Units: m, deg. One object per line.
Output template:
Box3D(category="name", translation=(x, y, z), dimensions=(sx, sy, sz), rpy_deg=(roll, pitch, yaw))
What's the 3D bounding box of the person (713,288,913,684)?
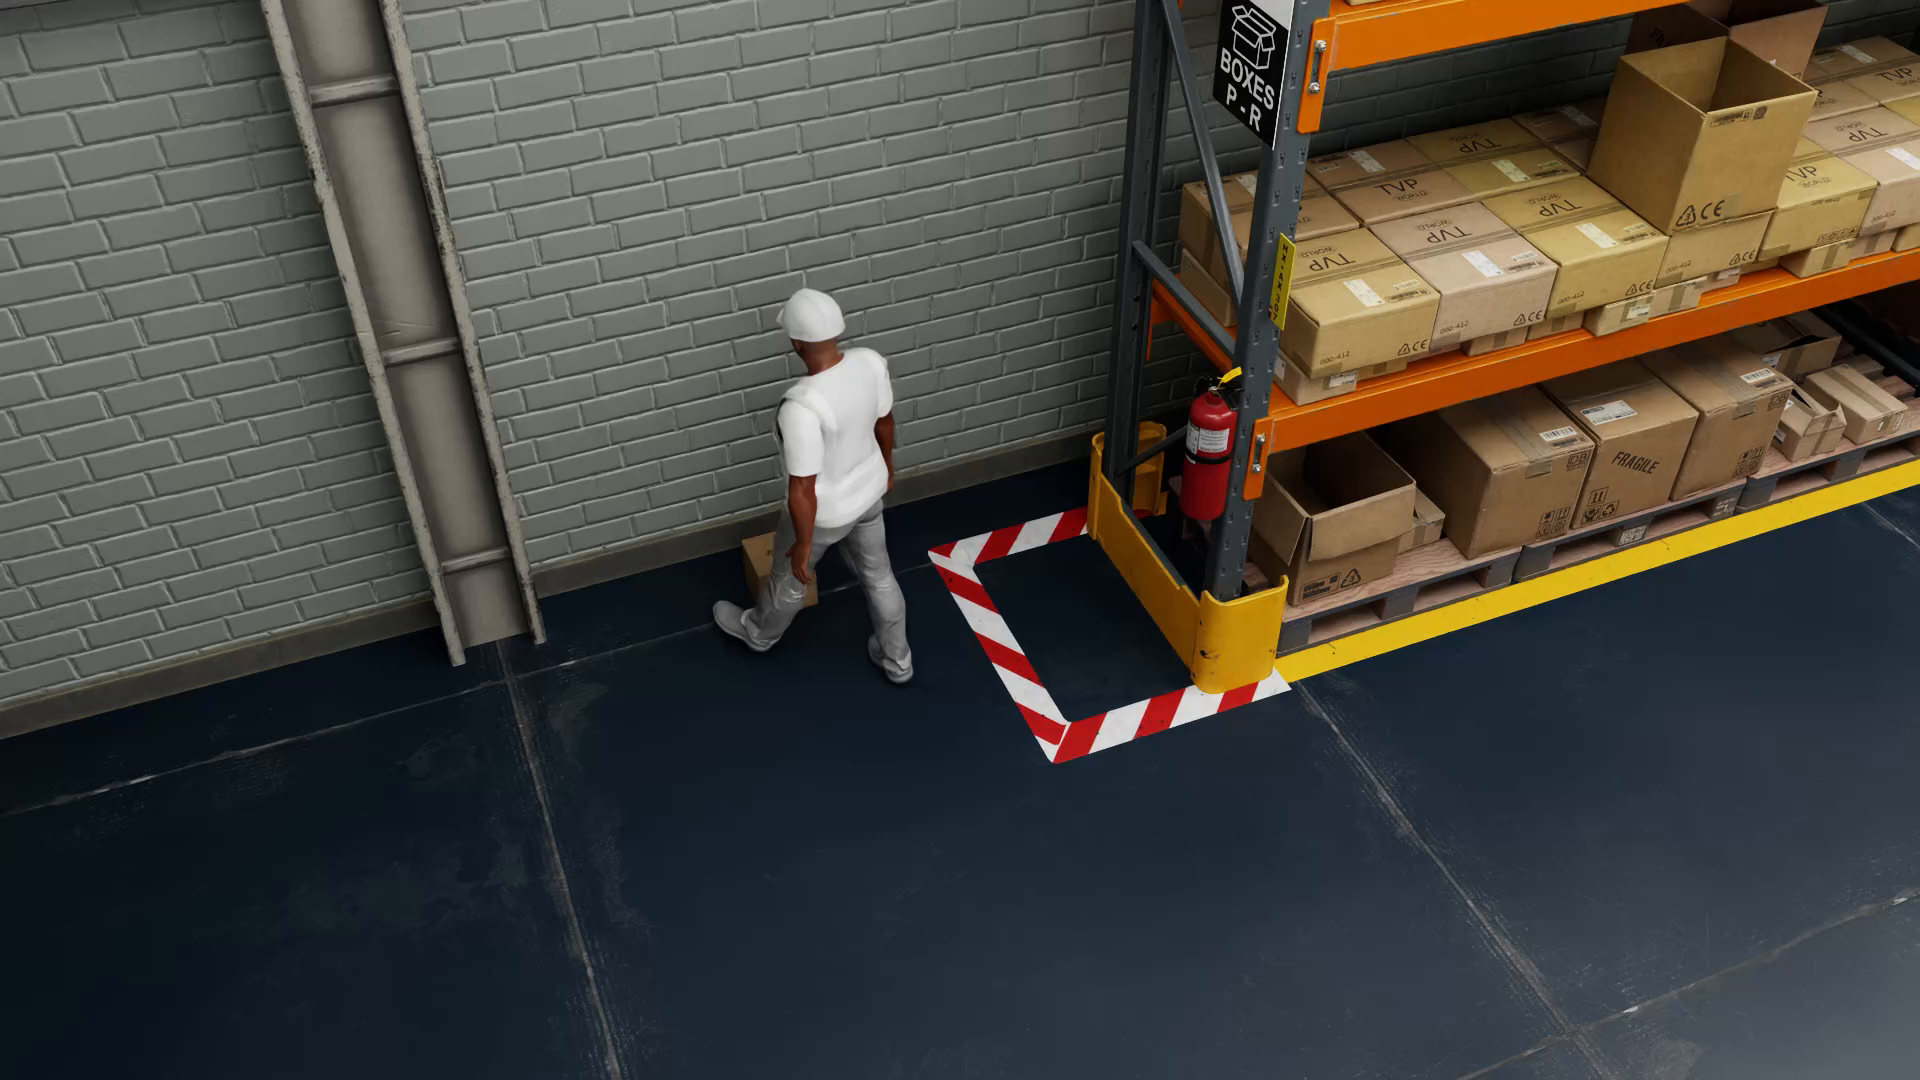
Box3D(category="person", translation=(-0.570, -0.214, 6.380), dimensions=(0.869, 1.751, 0.664), rpy_deg=(27, 48, 27))
